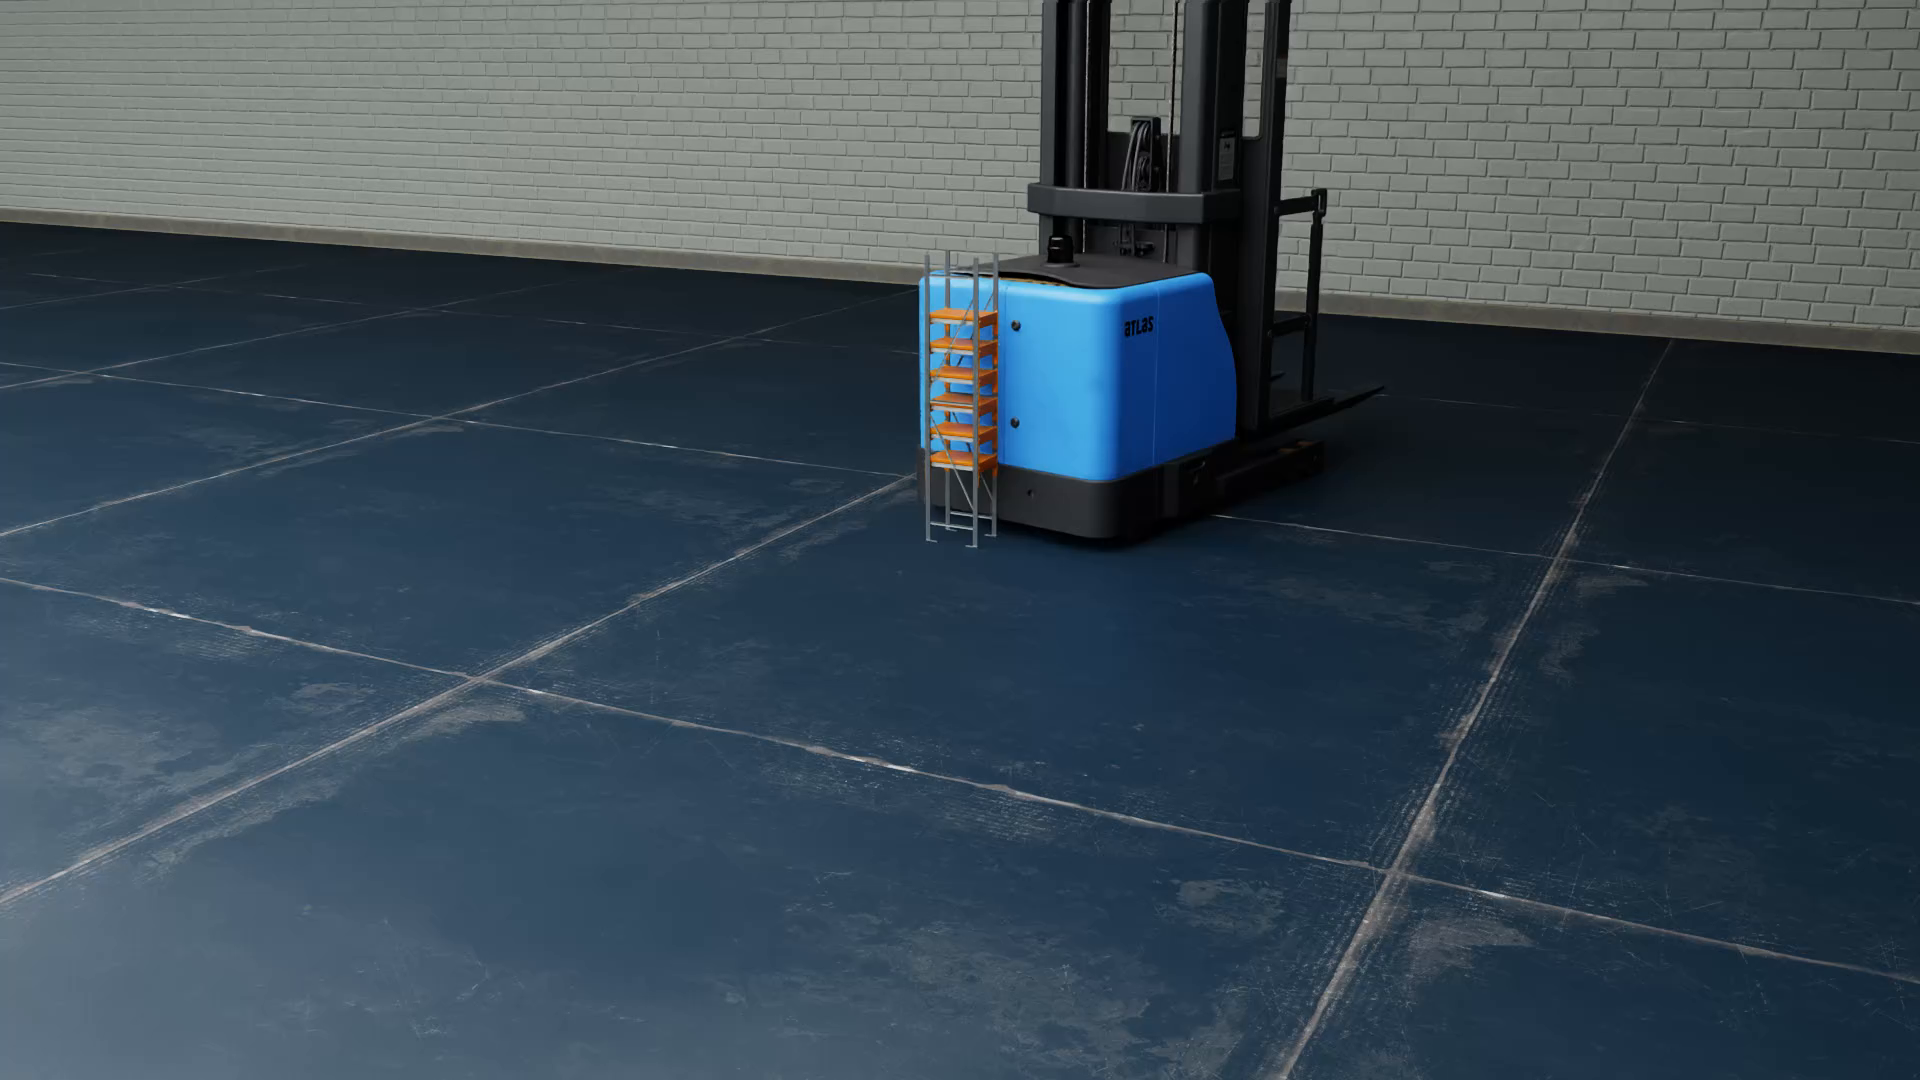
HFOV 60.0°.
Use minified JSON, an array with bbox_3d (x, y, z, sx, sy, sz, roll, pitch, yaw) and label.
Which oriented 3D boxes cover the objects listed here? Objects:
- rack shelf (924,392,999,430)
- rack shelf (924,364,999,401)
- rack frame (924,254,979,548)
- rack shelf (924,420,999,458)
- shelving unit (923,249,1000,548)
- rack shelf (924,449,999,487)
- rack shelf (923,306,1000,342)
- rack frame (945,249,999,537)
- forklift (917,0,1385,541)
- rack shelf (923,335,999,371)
[{"bbox_3d":[0.006,-0.536,6.879,0.258,0.103,0.180,8,18,25],"label":"rack shelf"},{"bbox_3d":[0.006,-0.651,6.844,0.258,0.103,0.180,8,18,25],"label":"rack shelf"},{"bbox_3d":[-0.034,-0.556,6.787,0.240,1.200,0.006,8,18,25],"label":"rack frame"},{"bbox_3d":[0.006,-0.421,6.913,0.258,0.103,0.180,8,18,25],"label":"rack shelf"},{"bbox_3d":[0.006,-0.579,6.866,0.258,1.200,0.189,8,18,25],"label":"shelving unit"},{"bbox_3d":[0.006,-0.306,6.947,0.258,0.103,0.180,8,18,25],"label":"rack shelf"},{"bbox_3d":[0.006,-0.881,6.776,0.258,0.103,0.180,8,18,25],"label":"rack shelf"},{"bbox_3d":[0.047,-0.602,6.944,0.240,1.200,0.006,8,18,25],"label":"rack frame"},{"bbox_3d":[1.121,-1.759,7.799,1.130,2.935,3.031,13,21,37],"label":"forklift"},{"bbox_3d":[0.006,-0.766,6.810,0.258,0.103,0.180,8,18,25],"label":"rack shelf"}]
